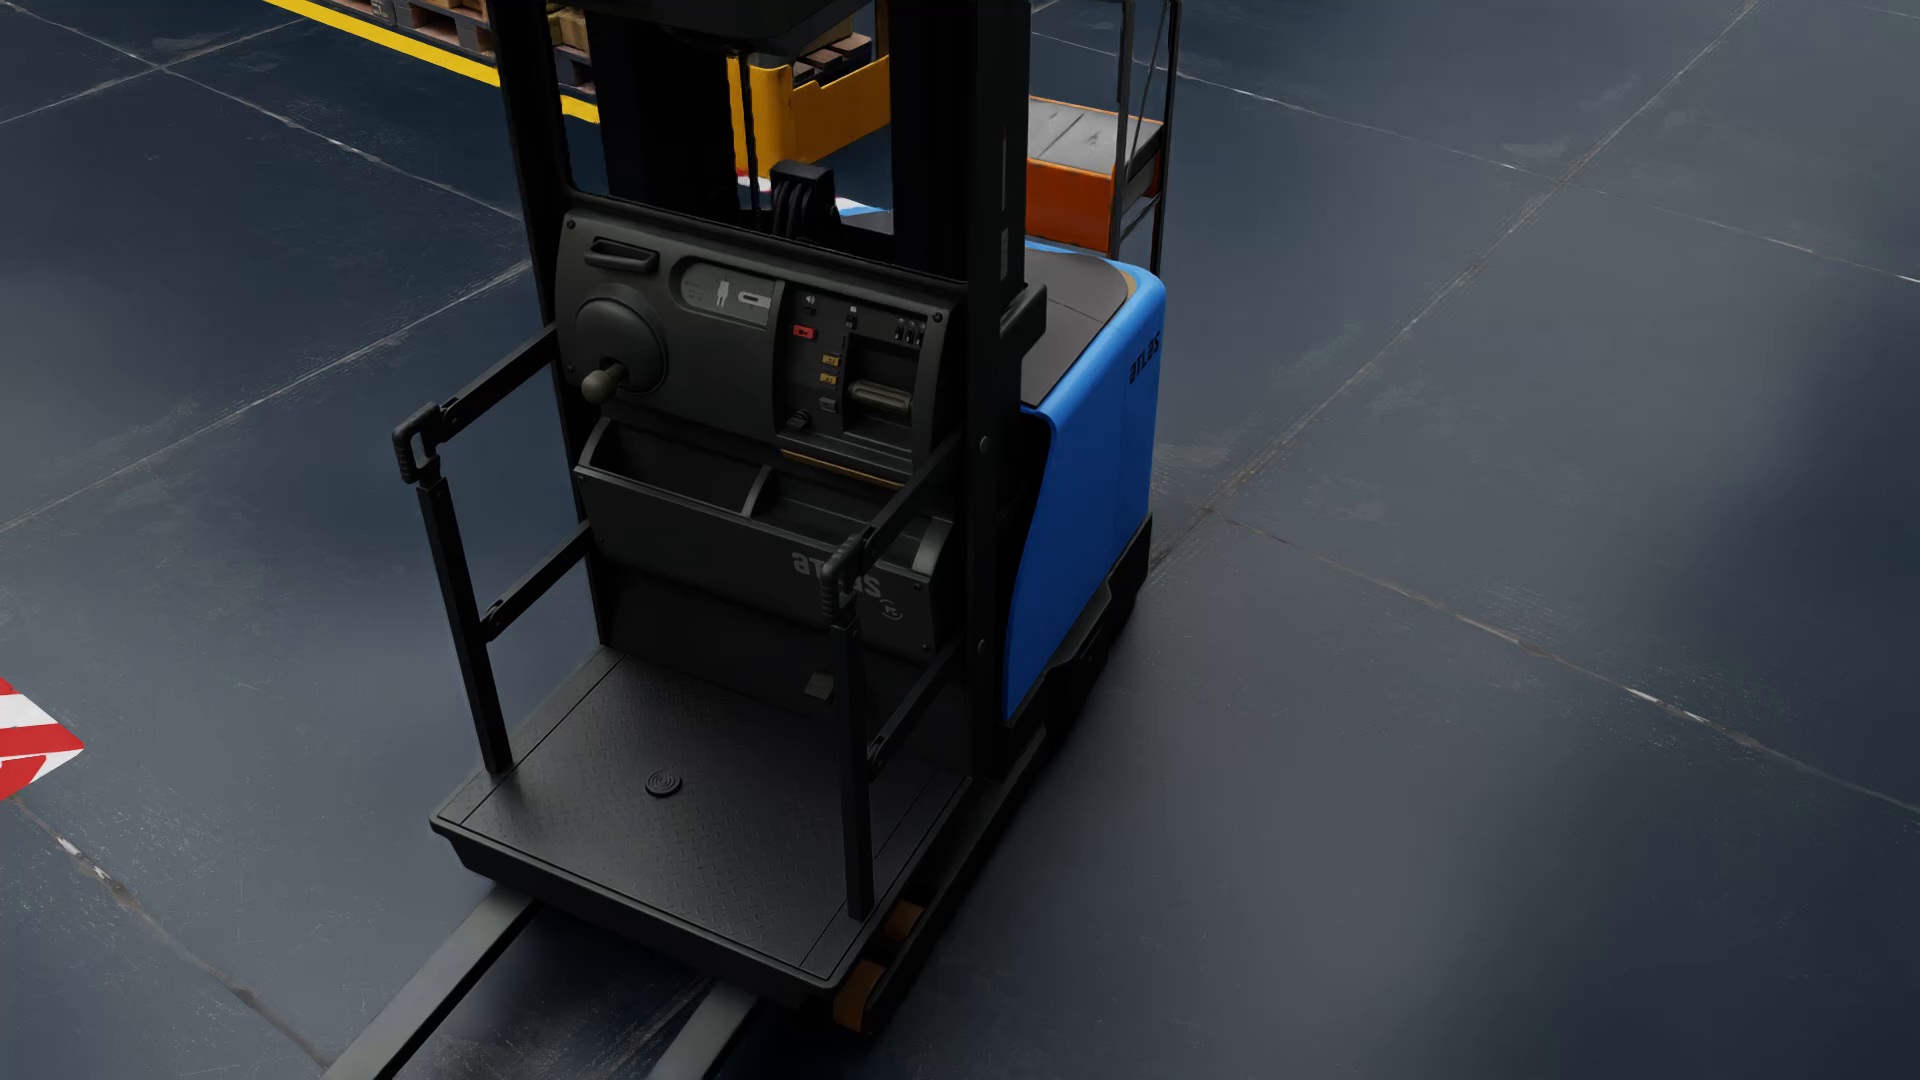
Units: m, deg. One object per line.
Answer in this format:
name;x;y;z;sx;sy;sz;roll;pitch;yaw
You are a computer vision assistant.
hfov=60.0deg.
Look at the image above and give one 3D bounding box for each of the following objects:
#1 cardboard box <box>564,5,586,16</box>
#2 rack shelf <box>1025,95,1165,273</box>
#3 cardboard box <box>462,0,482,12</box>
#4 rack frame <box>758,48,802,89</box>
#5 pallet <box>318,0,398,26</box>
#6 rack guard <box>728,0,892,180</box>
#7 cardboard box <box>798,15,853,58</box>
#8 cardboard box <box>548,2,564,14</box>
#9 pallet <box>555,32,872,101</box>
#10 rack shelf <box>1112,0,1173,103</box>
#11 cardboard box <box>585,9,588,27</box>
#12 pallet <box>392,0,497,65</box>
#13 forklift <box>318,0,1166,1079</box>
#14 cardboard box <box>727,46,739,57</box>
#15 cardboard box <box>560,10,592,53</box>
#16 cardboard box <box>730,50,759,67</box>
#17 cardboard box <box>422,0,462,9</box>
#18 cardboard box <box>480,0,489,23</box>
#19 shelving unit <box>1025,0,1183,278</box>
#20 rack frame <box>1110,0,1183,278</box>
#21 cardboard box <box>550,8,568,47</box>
cardboard box;-1.663;-2.619;7.893;0.250;0.149;0.380;25;44;28
rack shelf;0.288;-0.962;4.798;0.480;0.518;0.431;17;41;20
cardboard box;-2.279;-2.777;8.335;0.250;0.149;0.380;27;45;30
rack frame;-0.506;-3.056;6.720;0.127;3.000;1.000;25;45;29
pallet;-3.128;-3.222;9.194;1.213;0.211;1.003;25;45;29
rack guard;-0.566;-2.101;7.527;0.348;0.500;1.175;25;45;29
cardboard box;-0.727;-2.452;7.921;0.250;0.149;0.380;26;45;29
cardboard box;-1.931;-2.656;7.939;0.250;0.149;0.380;26;45;29
pallet;-1.190;-2.308;8.027;1.213;0.211;1.003;25;45;29
rack shelf;0.288;-1.513;4.366;0.480;0.518;0.431;17;41;20
cardboard box;-1.512;-2.468;7.700;0.250;0.149;0.380;23;44;27
pallet;-2.155;-2.766;8.611;1.213;0.211;1.003;25;45;29
forklift;-0.542;-0.342;3.309;1.130;2.935;3.031;17;41;20
cardboard box;-1.098;-2.274;7.452;0.250;0.149;0.380;24;44;27
cardboard box;-1.678;-2.468;7.941;0.250;0.149;0.380;26;45;29
cardboard box;-1.051;-2.194;7.591;0.250;0.149;0.380;26;45;29
cardboard box;-2.534;-2.837;8.413;0.250;0.149;0.380;24;44;27
cardboard box;-2.123;-2.645;8.167;0.250;0.149;0.380;26;45;29
shelving unit;0.288;-0.973;4.789;0.503;2.100;0.431;17;41;20
rack frame;0.507;-0.906;4.704;0.015;2.100;0.400;17;41;20
cardboard box;-1.919;-2.533;8.024;0.250;0.149;0.380;23;44;27
